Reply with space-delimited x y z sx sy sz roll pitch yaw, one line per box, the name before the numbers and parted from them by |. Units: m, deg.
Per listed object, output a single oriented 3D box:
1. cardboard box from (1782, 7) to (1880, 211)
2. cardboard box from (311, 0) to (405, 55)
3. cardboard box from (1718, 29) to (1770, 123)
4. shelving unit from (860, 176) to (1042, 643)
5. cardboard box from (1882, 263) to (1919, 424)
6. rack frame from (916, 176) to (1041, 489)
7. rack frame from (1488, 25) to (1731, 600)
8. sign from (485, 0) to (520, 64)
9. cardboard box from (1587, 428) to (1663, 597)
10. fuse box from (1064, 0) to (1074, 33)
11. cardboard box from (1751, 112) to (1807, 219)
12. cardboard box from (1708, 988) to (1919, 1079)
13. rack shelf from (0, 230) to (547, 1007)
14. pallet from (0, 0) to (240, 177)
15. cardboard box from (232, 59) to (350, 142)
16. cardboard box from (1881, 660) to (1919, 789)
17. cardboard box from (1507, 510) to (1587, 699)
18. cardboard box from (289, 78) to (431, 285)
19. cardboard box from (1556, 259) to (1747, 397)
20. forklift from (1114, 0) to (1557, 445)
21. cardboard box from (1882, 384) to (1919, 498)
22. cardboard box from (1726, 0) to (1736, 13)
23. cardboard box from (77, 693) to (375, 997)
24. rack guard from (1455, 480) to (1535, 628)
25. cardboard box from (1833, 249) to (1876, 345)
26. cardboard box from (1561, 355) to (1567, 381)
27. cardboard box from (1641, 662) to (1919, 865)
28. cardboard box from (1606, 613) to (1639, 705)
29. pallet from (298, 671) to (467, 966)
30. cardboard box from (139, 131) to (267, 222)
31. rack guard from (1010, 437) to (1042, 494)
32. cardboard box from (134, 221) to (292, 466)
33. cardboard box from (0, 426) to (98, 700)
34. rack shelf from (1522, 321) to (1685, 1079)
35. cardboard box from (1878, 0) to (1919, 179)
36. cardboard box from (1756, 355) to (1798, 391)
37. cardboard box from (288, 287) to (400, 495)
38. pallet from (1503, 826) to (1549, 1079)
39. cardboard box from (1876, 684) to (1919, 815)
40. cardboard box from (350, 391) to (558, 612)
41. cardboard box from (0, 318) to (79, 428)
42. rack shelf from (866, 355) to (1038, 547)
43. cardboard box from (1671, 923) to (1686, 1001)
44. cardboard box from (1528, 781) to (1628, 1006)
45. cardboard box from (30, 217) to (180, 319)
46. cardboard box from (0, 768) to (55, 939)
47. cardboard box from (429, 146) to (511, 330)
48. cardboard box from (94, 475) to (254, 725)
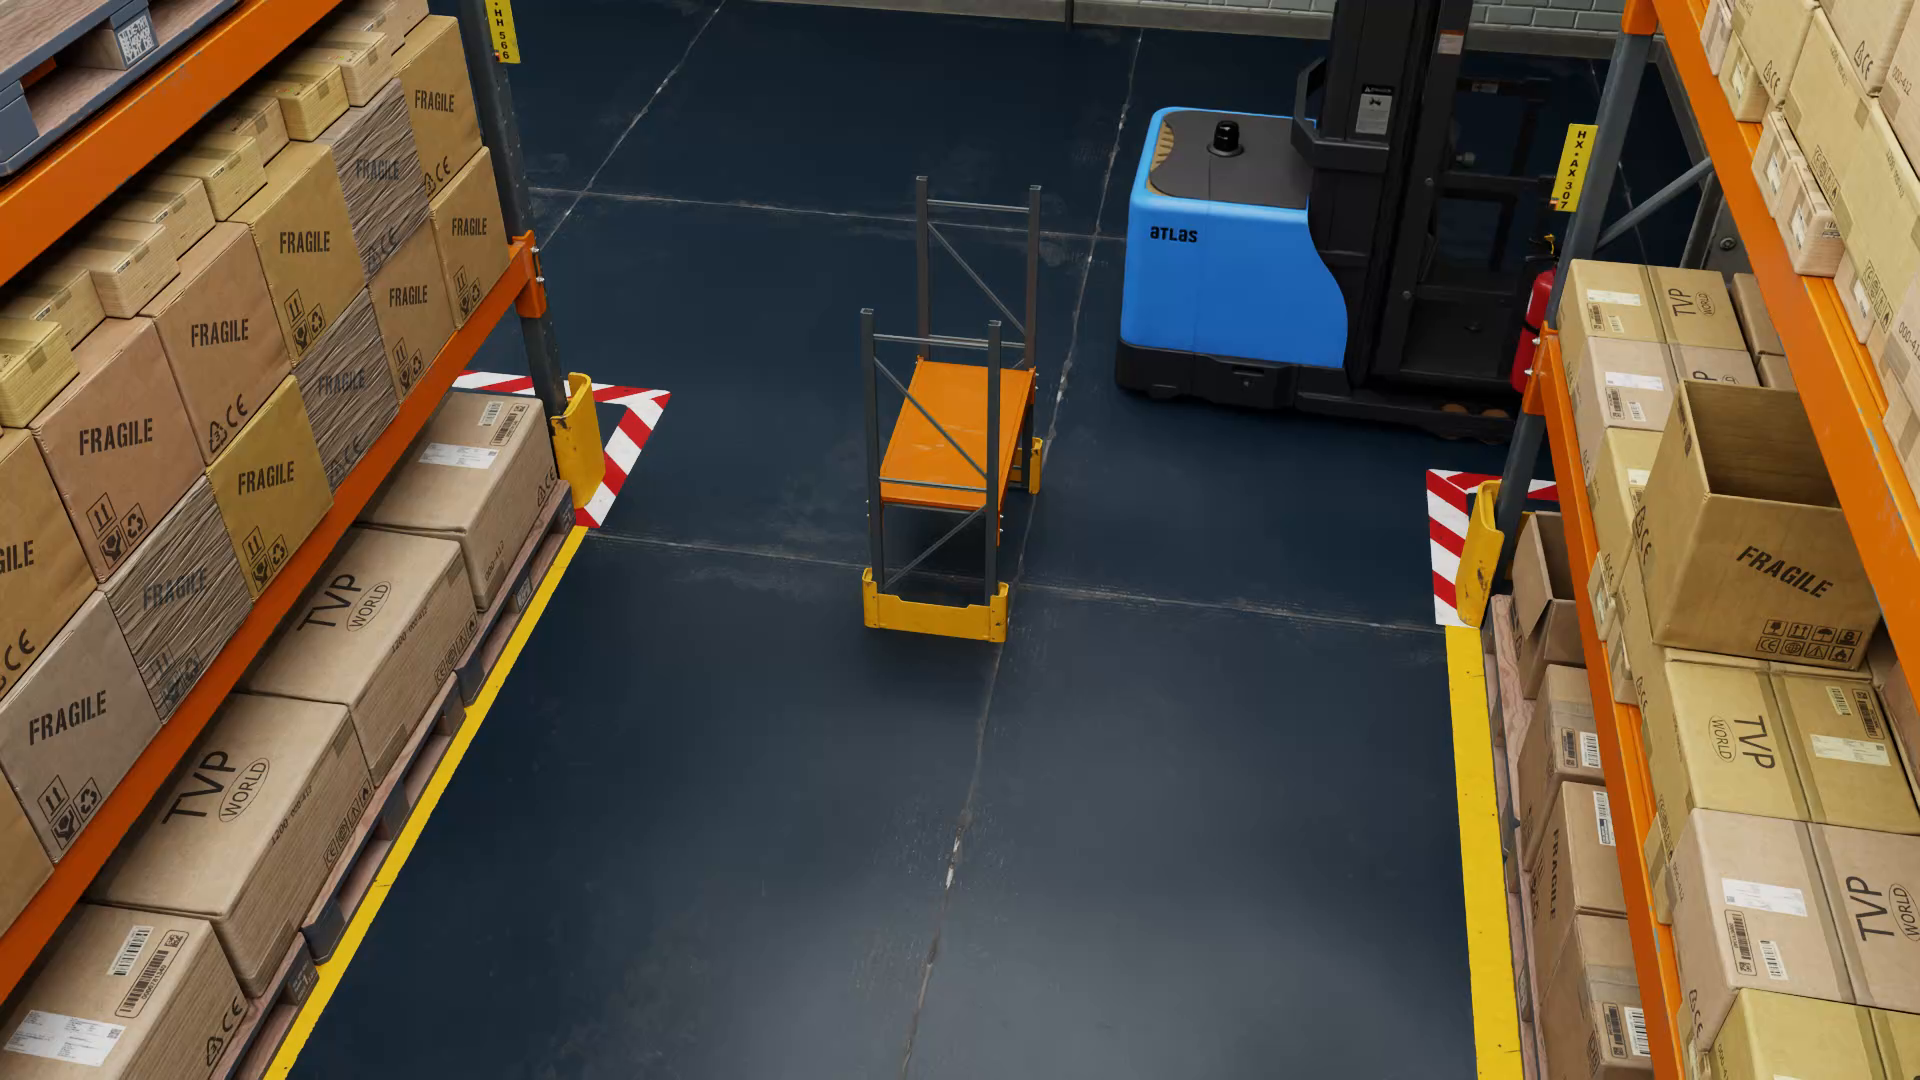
cardboard box | 2.085 -0.893 3.506 0.500 0.250 0.500 6 40 7
cardboard box | -2.108 -1.706 5.587 0.380 0.149 0.250 7 40 8
cardboard box | 2.119 -1.145 4.124 0.380 0.149 0.250 6 40 8
shelving unit | -0.013 -0.530 6.714 0.587 1.500 1.083 6 40 8
cardboard box | 1.891 -0.257 2.737 0.500 0.250 0.500 5 40 6
rack frame | 0.073 -0.844 7.093 0.500 1.500 0.032 6 40 8
rack frame | 2.666 -0.897 5.980 1.000 3.000 0.127 6 40 8
sign | -1.691 -1.911 6.112 0.100 0.325 0.005 6 40 8
cardboard box | 2.151 -0.063 4.857 0.500 0.250 0.500 6 40 7
fuse box | 0.773 -4.163 10.942 0.539 1.711 0.414 6 40 8
cardboard box | 2.021 -0.830 3.743 0.380 0.149 0.250 6 40 8
cardboard box | 1.822 1.210 3.316 0.500 0.250 0.500 7 40 9
rack shelf | -2.569 0.091 5.351 1.077 0.370 4.000 6 40 8
pallet | -2.550 -1.329 4.219 1.003 0.211 1.213 6 40 8
cardboard box | -2.154 -1.381 5.194 0.380 0.149 0.250 7 40 9
cardboard box | 2.494 0.363 3.753 0.500 0.500 0.500 5 40 6
cardboard box | 2.467 0.277 6.190 0.797 0.503 0.637 5 40 6
cardboard box | -2.133 -1.205 5.491 0.500 0.500 0.500 7 40 8
cardboard box | 2.323 -0.698 5.625 0.500 0.250 0.500 7 40 8
forklift | 2.323 -1.946 7.304 3.031 2.935 1.130 8 40 9
cardboard box | 1.893 -0.178 2.955 0.380 0.149 0.250 6 40 8
cardboard box | 2.253 -1.540 4.289 0.500 0.250 0.500 7 40 9
cardboard box | -2.547 0.950 5.428 0.875 0.438 0.875 5 40 6
rack guard | 2.653 0.114 6.719 1.175 0.500 0.348 6 40 8
cardboard box | 2.006 -0.502 3.346 0.380 0.149 0.250 7 40 8
cardboard box | 2.339 -0.624 5.847 0.380 0.149 0.250 6 40 7
cardboard box | 1.994 0.583 4.075 0.500 0.250 0.500 6 40 7
cardboard box | 2.042 0.347 4.674 0.380 0.149 0.250 7 40 9
pallet | -2.498 0.907 5.987 1.003 0.211 1.213 6 40 8
cardboard box | -2.255 -1.061 4.807 0.380 0.149 0.250 7 40 9
rack guard | 0.073 -0.361 7.491 0.587 0.250 0.087 6 40 8
cardboard box | -2.311 -0.580 4.734 0.500 0.500 0.500 6 40 7
cardboard box | -2.501 0.056 3.964 0.500 0.500 0.500 6 40 7
rack shelf | 2.320 0.636 4.691 1.077 0.370 4.000 6 40 8
cardboard box | 2.000 -0.772 2.967 0.500 0.250 0.500 7 40 8
cardboard box | 2.758 -0.312 5.158 0.500 0.250 0.500 7 40 8
cardboard box | -2.227 -0.511 5.435 0.500 0.500 0.500 7 40 9
pallet | 2.303 1.490 5.283 1.003 0.211 1.213 6 40 8
cardboard box | 2.497 0.637 4.010 0.500 0.250 0.500 7 40 9
cardboard box | -2.239 -0.191 6.808 0.875 0.438 0.875 5 40 6
cardboard box | -2.396 -0.415 4.026 0.380 0.149 0.250 5 40 6
rack shelf | -0.015 -0.386 6.822 0.538 0.185 1.000 6 40 8
cardboard box | 1.898 0.989 3.896 0.380 0.149 0.250 7 40 9
cardboard box | 2.091 1.131 5.160 0.500 0.500 0.500 7 40 8
cardboard box | -2.323 -0.728 4.405 0.380 0.149 0.250 7 40 8
cardboard box | -2.576 0.765 3.893 0.500 0.500 0.500 8 40 9
cardboard box | -2.046 -1.148 6.206 0.500 0.500 0.500 7 40 8
cardboard box | -2.393 0.138 4.651 0.500 0.500 0.500 7 40 8
